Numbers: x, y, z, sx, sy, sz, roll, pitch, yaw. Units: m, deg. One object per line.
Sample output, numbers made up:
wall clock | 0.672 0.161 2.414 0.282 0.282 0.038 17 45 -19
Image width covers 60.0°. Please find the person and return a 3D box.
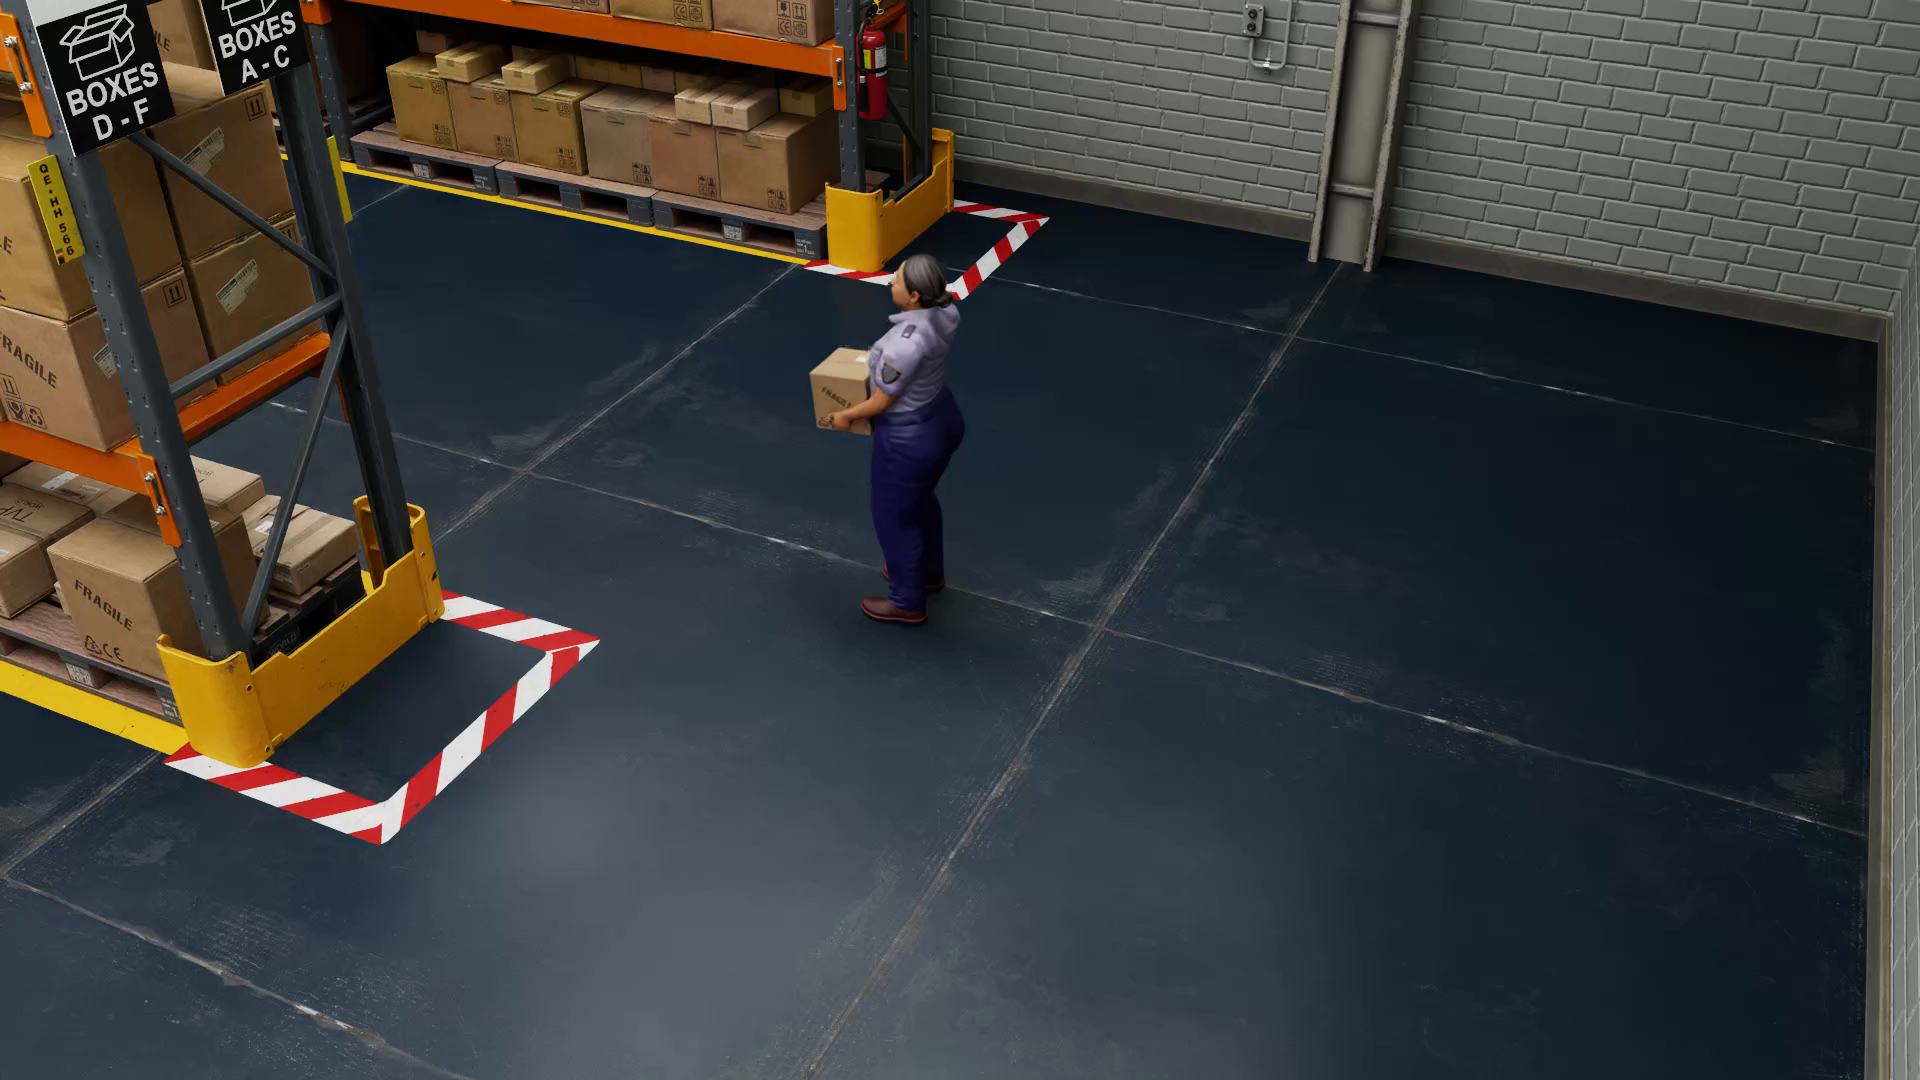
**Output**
person | -0.265 -0.436 6.807 0.512 1.641 0.455 15 37 21
